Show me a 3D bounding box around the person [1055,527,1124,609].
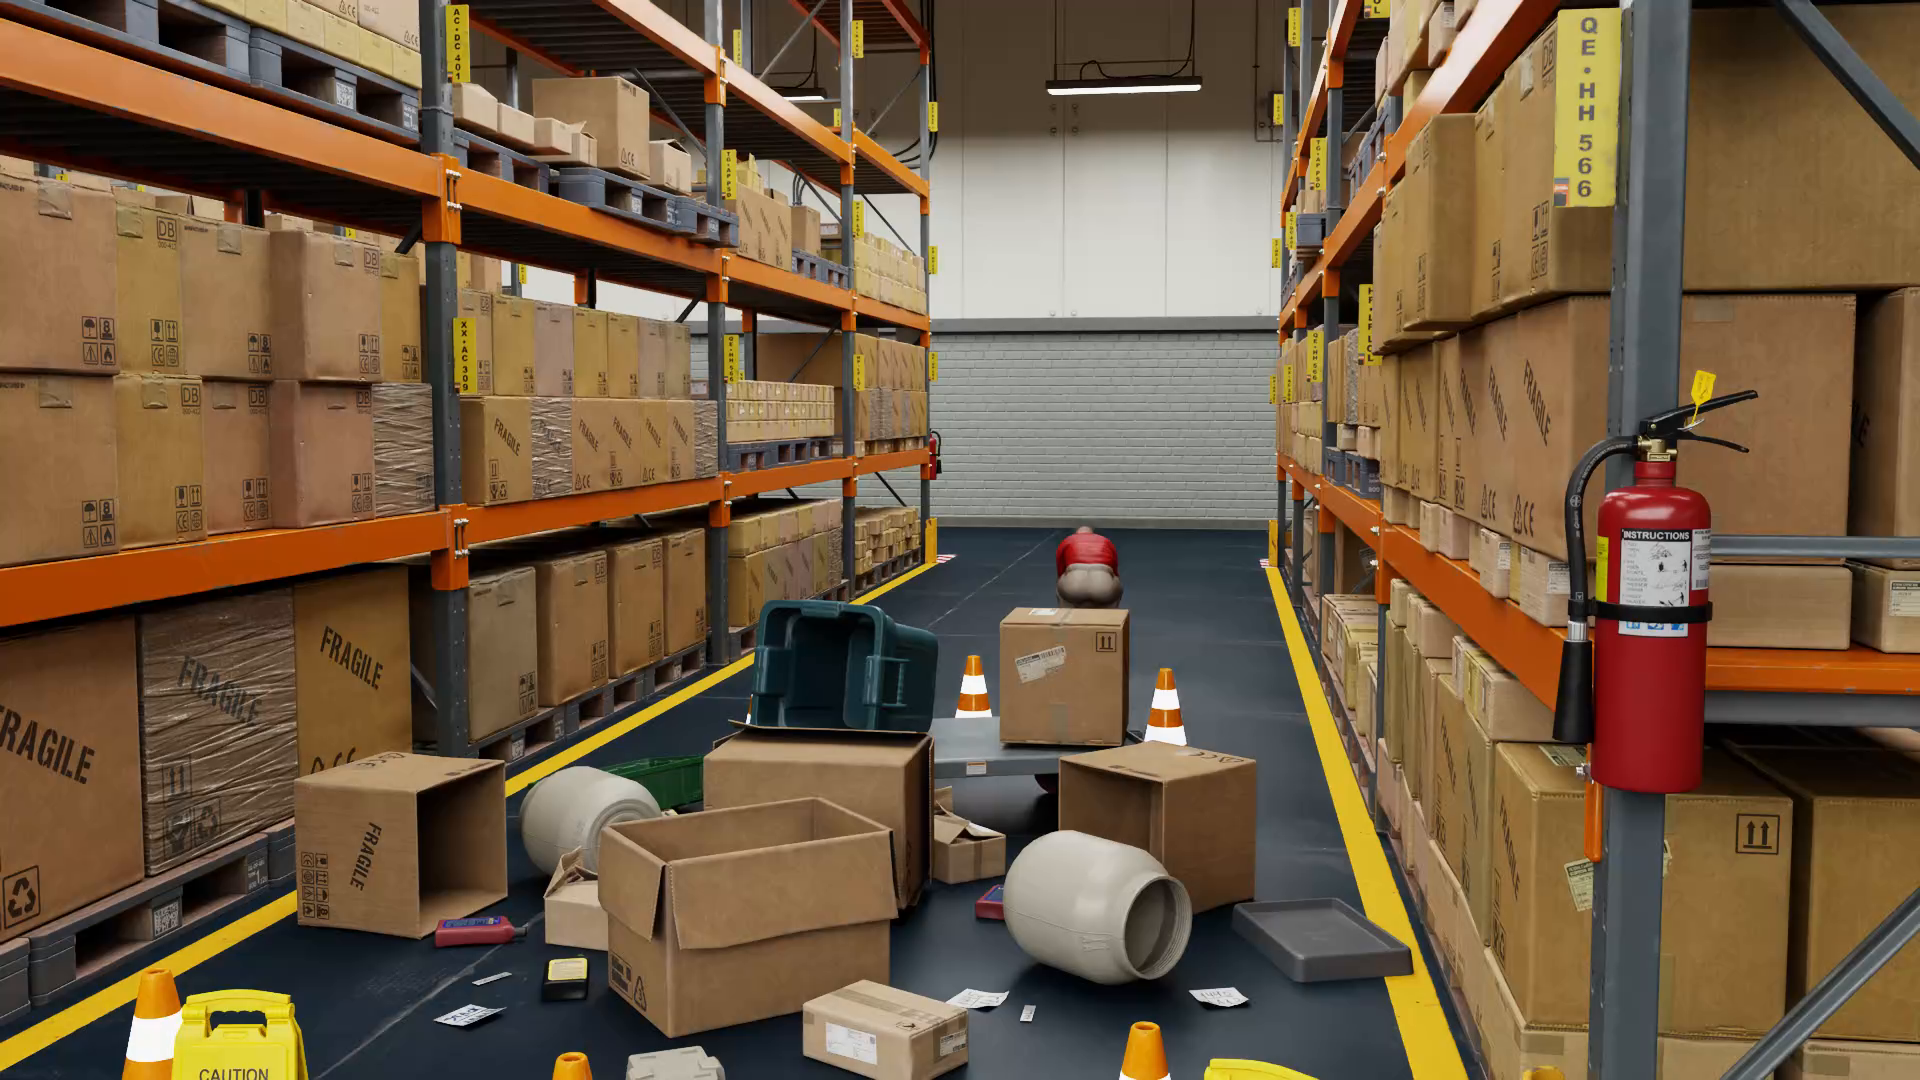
[{"bbox_3d":[1.026,0.343,13.235,0.545,0.855,0.881,1,4,8],"label":"person"}]
